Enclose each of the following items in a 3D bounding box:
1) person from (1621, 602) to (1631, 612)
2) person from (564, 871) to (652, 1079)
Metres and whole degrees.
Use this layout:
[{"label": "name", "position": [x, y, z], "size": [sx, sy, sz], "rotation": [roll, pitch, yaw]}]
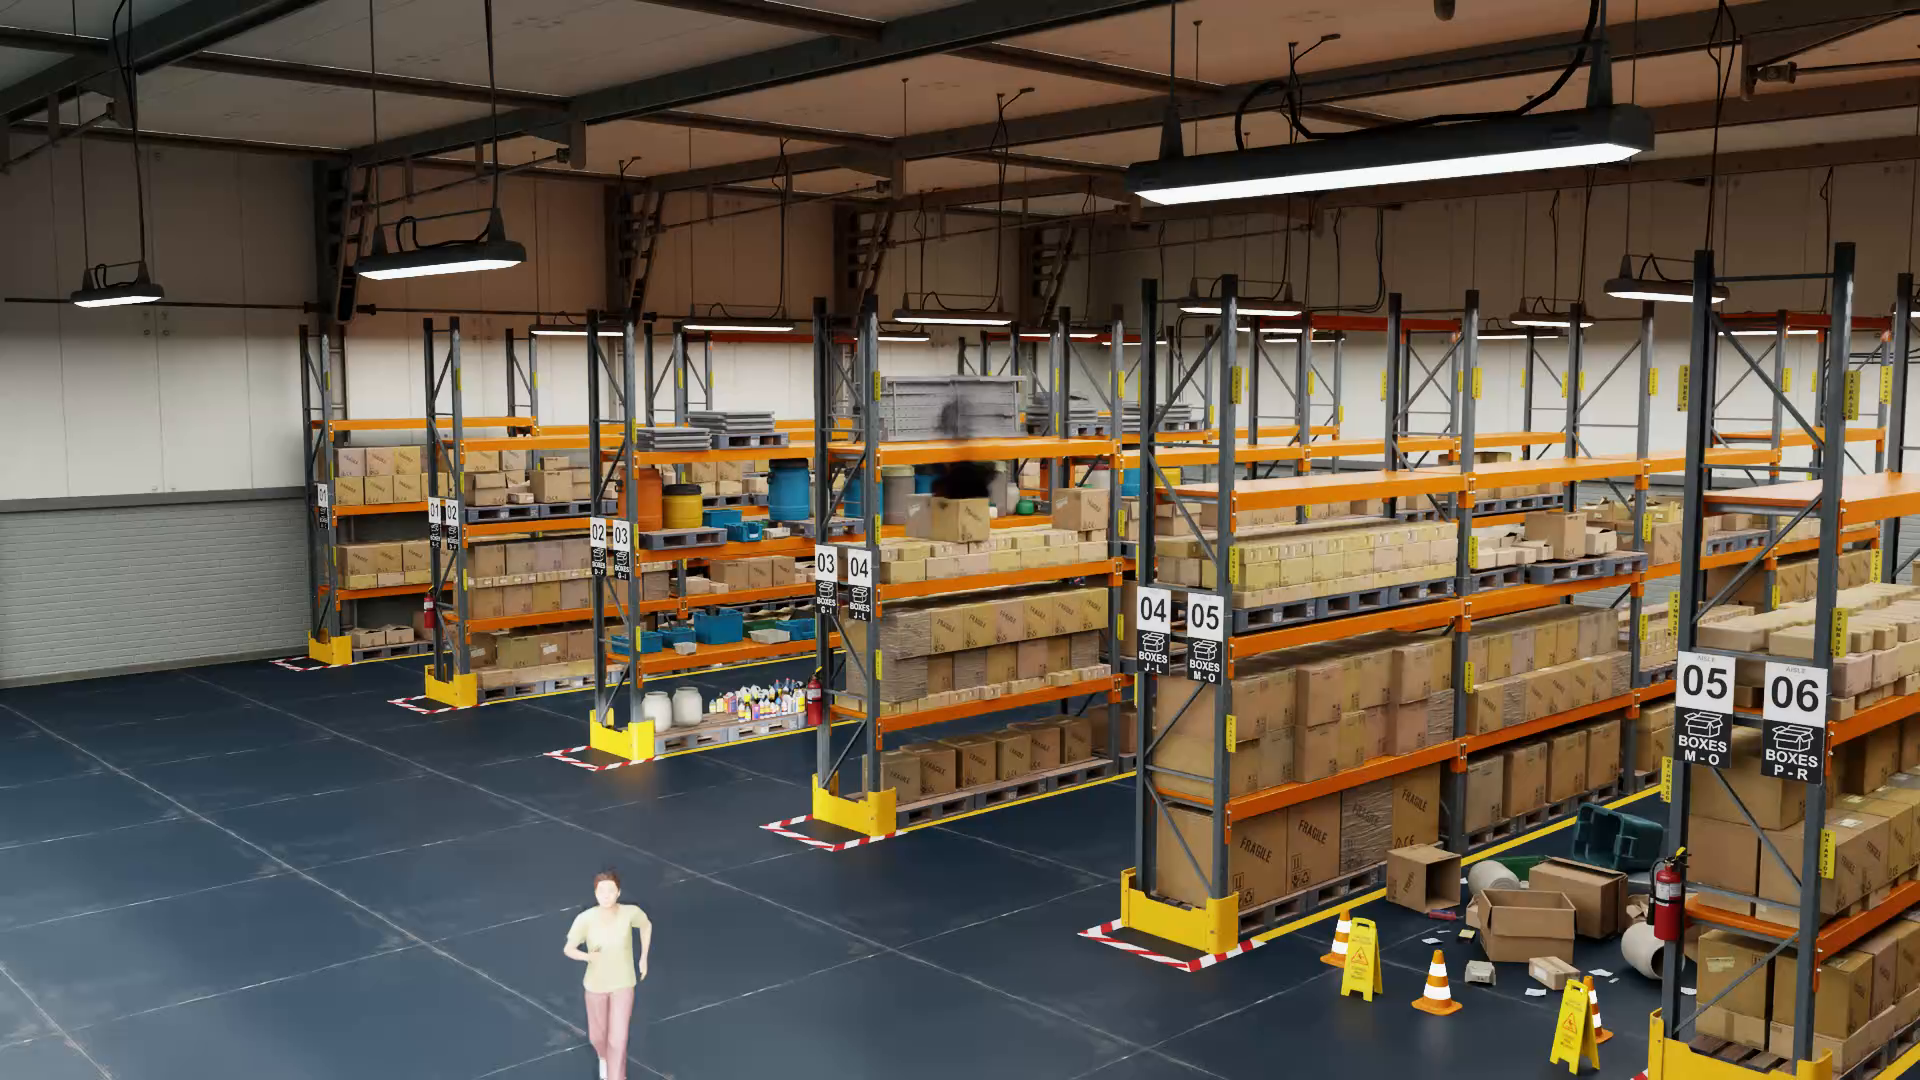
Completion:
[{"label": "person", "position": [10.047, 1.794, 24.869], "size": [0.702, 1.756, 0.721], "rotation": [-5, 7, -38]}, {"label": "person", "position": [-2.469, 3.134, 11.687], "size": [0.594, 1.661, 0.929], "rotation": [-1, 6, -9]}]
